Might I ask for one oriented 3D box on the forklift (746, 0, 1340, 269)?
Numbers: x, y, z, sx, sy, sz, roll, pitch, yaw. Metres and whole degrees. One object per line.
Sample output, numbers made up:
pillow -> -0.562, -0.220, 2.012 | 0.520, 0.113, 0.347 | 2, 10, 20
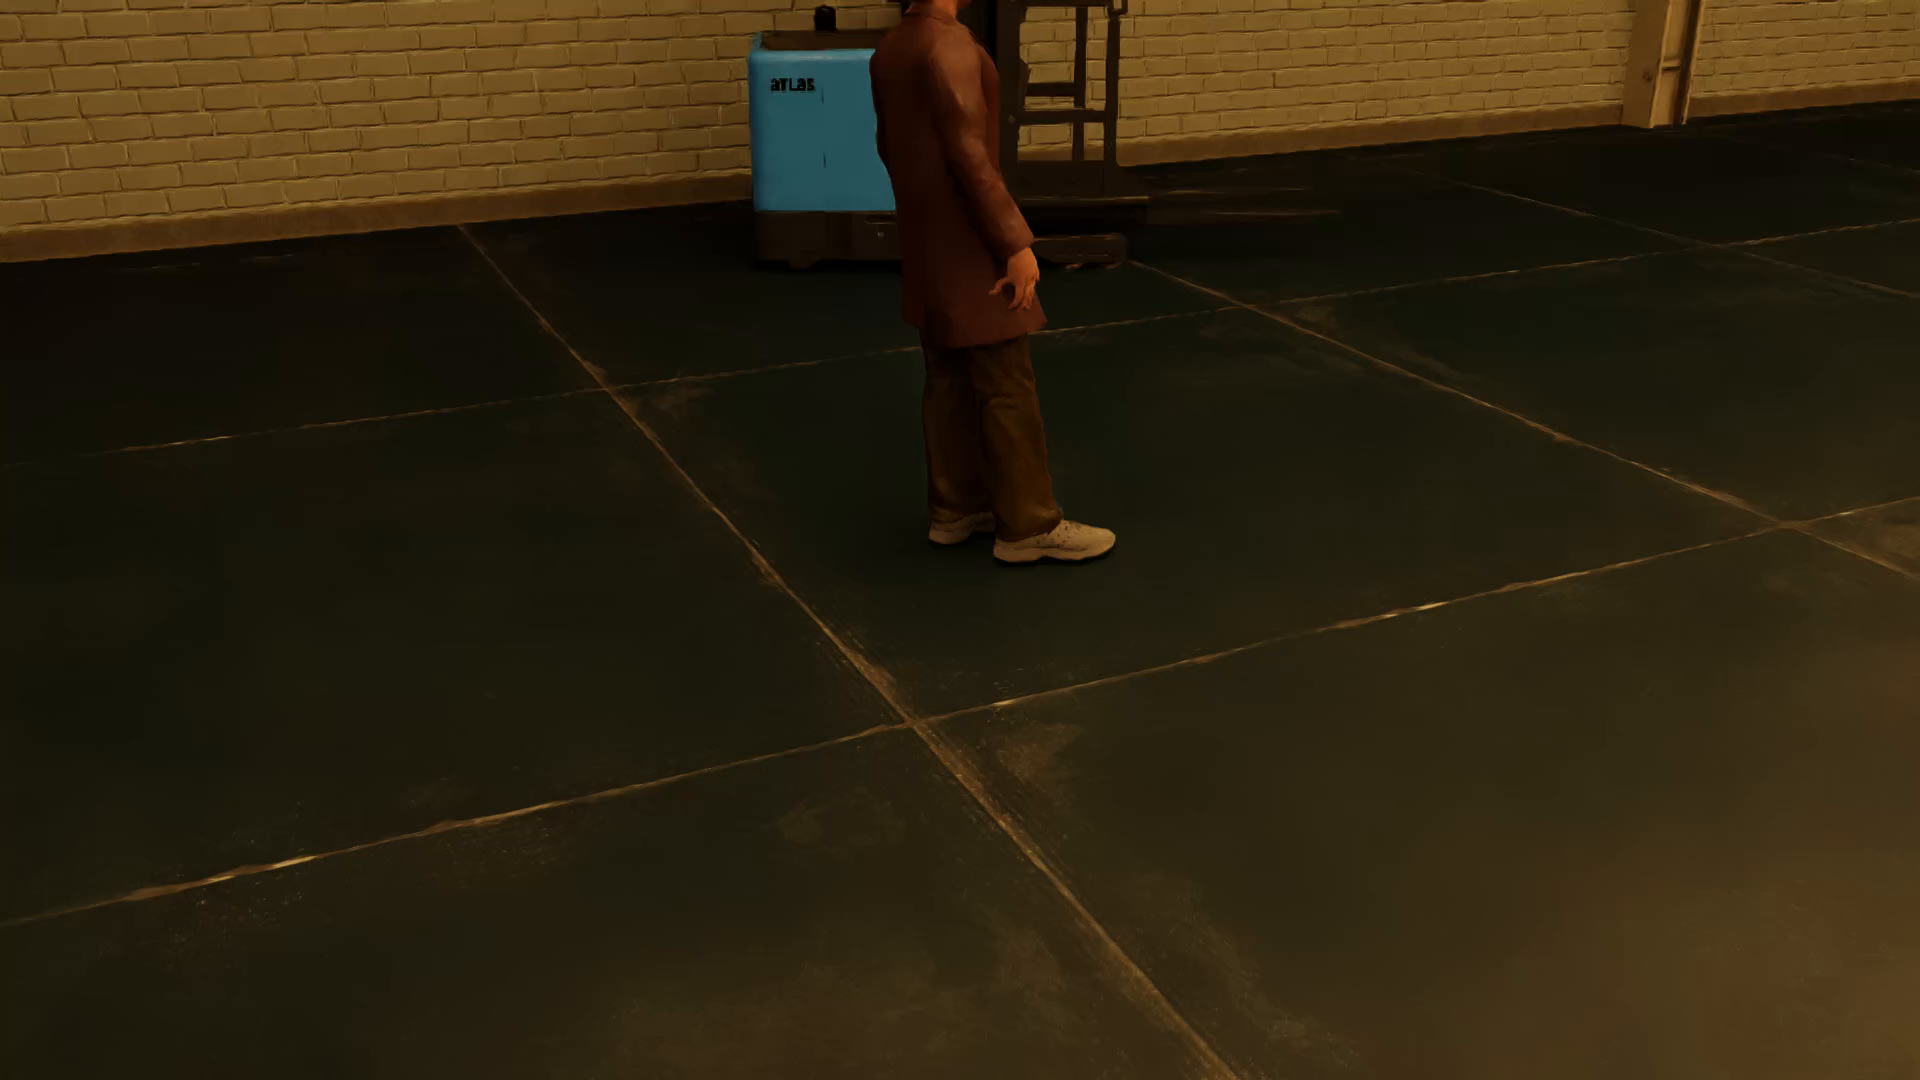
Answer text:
forklift -> 0.434, -2.924, 8.326 | 3.031, 2.935, 1.130 | -2, 23, -5

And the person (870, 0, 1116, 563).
person -> 0.085, -0.841, 4.795 | 0.580, 1.776, 0.694 | -10, 25, -23
